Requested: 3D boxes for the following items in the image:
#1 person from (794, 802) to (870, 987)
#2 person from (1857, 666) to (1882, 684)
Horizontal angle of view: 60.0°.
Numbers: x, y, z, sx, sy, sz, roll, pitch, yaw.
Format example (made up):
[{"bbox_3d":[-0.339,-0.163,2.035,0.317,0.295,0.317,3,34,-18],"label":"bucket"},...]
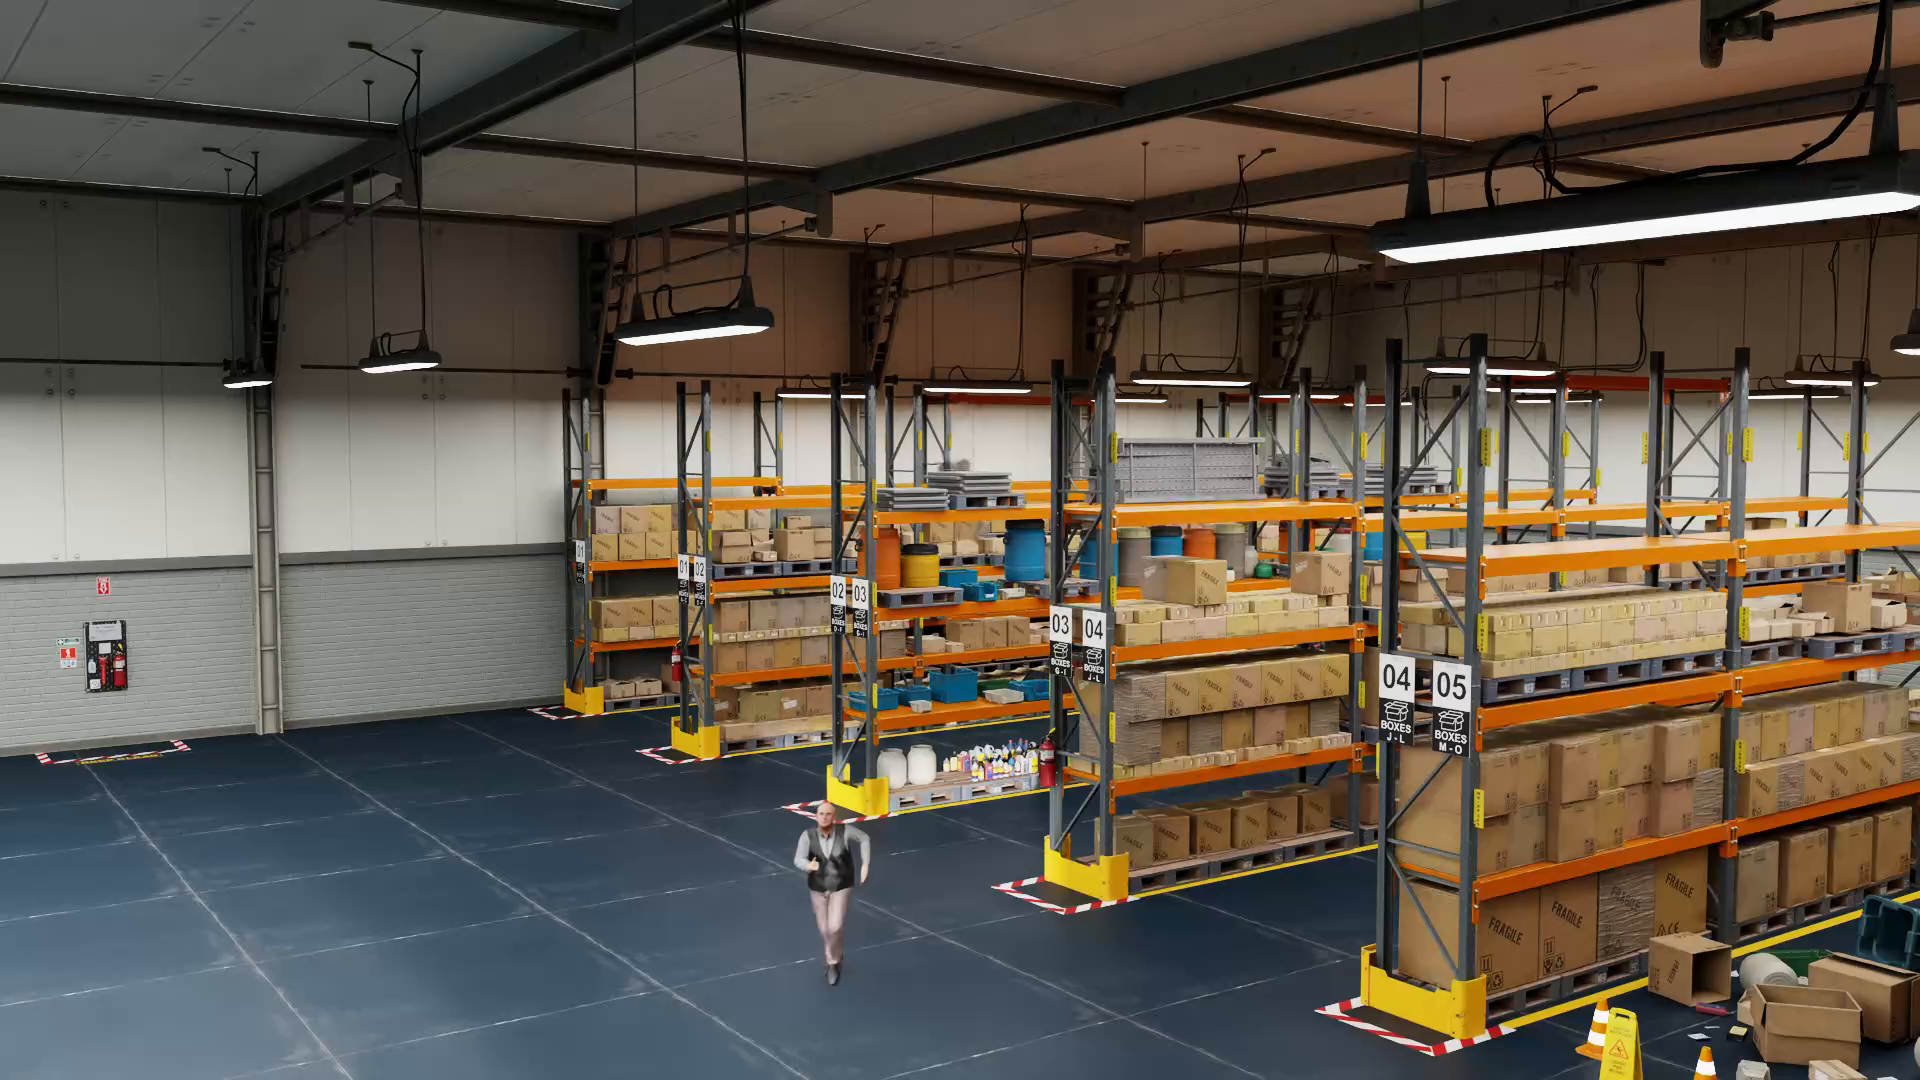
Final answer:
[{"bbox_3d":[-1.211,3.303,15.638,0.681,1.720,0.812,0,4,5],"label":"person"},{"bbox_3d":[15.593,2.499,28.687,0.593,1.686,0.849,0,4,-2],"label":"person"}]
